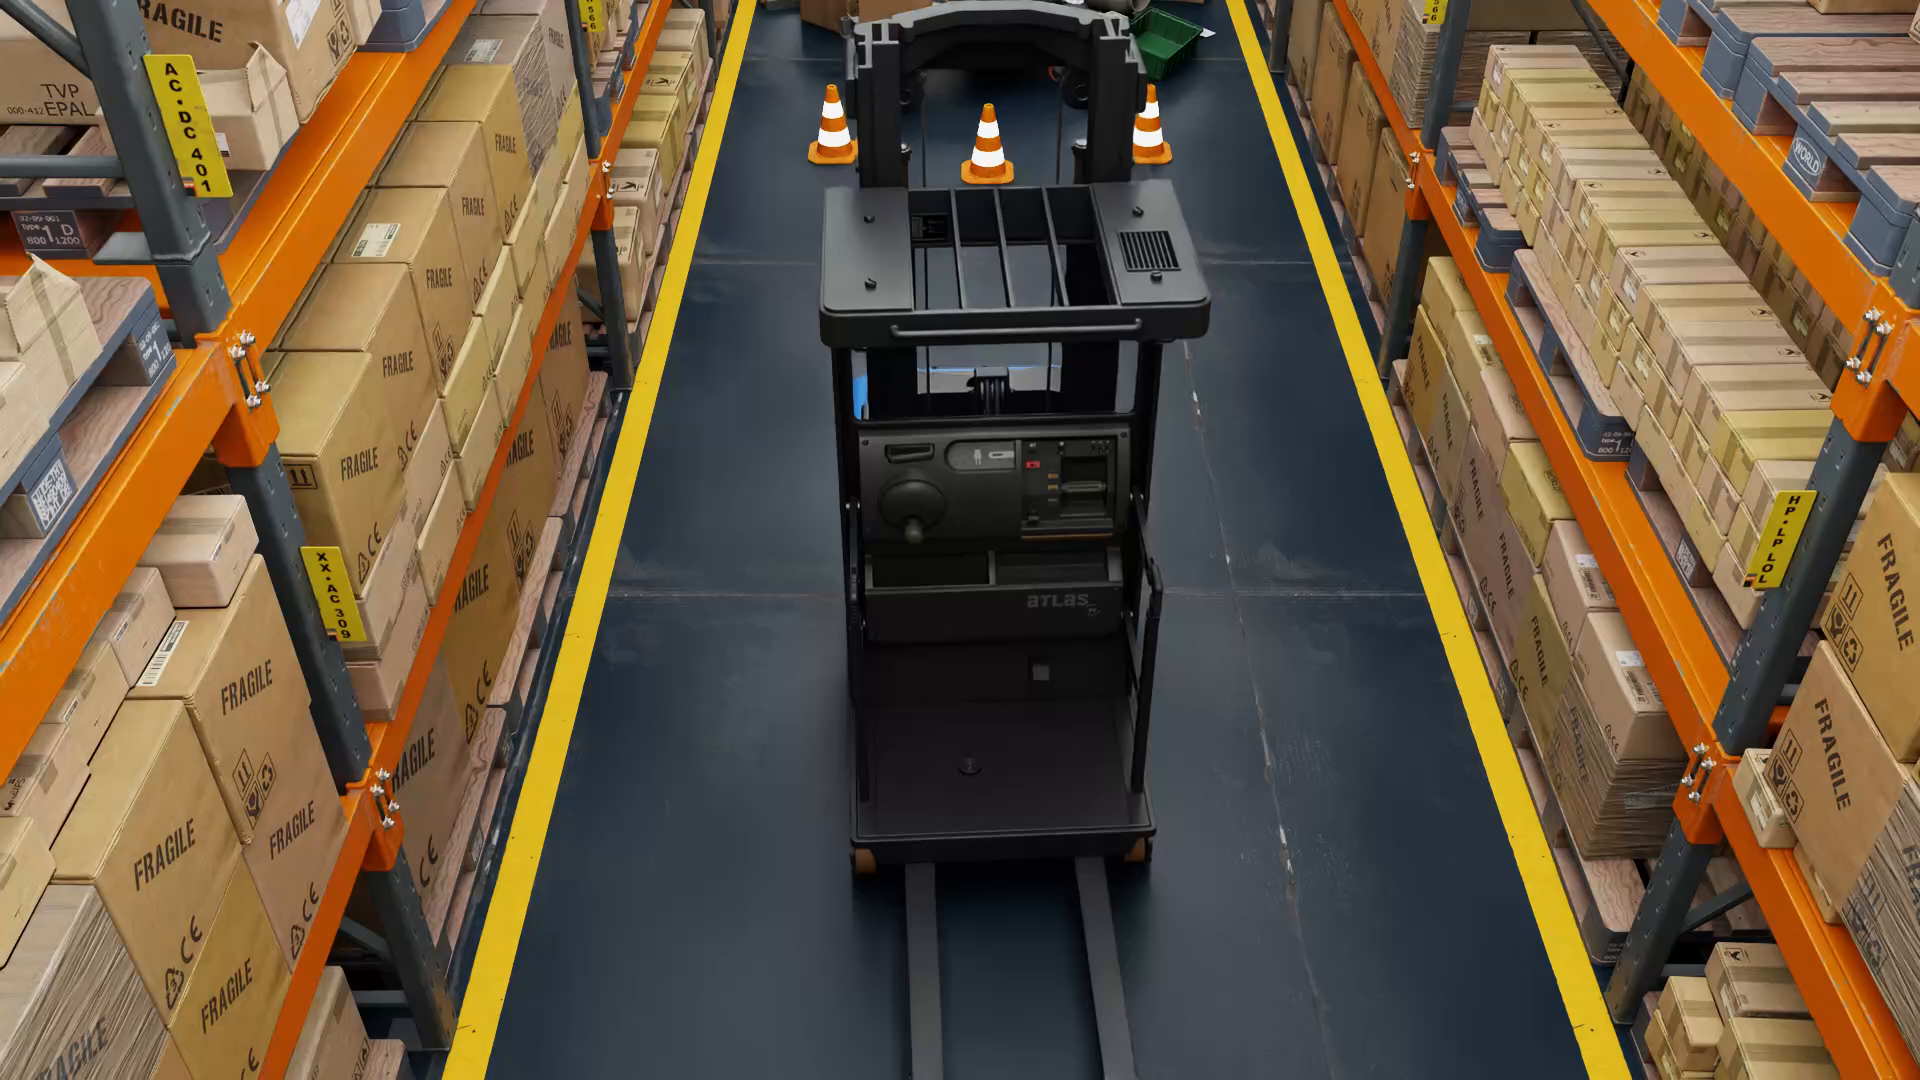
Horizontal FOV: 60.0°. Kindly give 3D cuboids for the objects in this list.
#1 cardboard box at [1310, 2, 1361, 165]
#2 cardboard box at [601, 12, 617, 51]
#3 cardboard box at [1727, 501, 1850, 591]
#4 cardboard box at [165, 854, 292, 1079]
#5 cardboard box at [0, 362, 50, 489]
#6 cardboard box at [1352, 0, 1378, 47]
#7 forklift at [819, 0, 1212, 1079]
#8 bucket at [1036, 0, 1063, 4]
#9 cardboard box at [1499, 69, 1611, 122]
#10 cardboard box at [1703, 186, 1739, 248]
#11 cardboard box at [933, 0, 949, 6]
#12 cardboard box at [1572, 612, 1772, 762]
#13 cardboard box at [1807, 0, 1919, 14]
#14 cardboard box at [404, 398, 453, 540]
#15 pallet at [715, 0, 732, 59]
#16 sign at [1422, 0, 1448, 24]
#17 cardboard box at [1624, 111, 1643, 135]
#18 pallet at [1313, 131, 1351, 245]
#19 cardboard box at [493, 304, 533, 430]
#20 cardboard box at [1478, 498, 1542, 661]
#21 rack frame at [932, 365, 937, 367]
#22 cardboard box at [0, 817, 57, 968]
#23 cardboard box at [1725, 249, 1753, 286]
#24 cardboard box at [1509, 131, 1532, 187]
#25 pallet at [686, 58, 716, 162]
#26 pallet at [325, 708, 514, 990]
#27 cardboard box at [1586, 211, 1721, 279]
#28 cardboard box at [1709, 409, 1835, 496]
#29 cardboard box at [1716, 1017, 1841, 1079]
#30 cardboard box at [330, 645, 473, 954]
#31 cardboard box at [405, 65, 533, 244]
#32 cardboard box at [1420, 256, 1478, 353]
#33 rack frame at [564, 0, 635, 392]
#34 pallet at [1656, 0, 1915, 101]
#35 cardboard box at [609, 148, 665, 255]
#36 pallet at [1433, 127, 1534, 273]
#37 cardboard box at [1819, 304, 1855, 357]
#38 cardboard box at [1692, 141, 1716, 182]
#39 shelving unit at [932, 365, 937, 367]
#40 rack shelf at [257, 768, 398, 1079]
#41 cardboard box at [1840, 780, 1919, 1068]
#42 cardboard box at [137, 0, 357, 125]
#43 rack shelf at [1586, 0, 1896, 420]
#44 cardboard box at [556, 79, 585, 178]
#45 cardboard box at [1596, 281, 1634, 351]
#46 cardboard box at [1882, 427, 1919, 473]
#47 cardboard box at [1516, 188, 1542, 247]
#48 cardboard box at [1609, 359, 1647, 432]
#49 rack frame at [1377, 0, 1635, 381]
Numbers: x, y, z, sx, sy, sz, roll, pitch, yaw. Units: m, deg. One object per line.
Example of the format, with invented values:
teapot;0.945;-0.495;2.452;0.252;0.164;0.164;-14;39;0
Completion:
cardboard box;2.813;-2.848;10.368;1.050;0.750;0.750;0;39;0
cardboard box;-1.956;-2.602;8.464;0.380;0.149;0.250;-2;39;-3
cardboard box;2.536;0.019;4.955;0.380;0.149;0.250;1;39;1
cardboard box;-1.954;1.089;3.913;0.500;0.500;0.500;-1;39;-1
cardboard box;-1.895;-0.195;2.981;0.380;0.149;0.250;1;39;1
cardboard box;2.461;-2.997;9.011;0.500;0.500;0.500;-1;39;-1
forklift;0.134;-0.116;5.551;1.130;2.935;3.031;-2;39;-2
bucket;0.419;-3.952;11.686;0.726;0.611;0.620;13;50;15
cardboard box;2.539;-1.893;7.102;0.380;0.149;0.250;-1;39;-1
cardboard box;3.188;-1.282;6.578;0.380;0.149;0.250;0;39;0
cardboard box;-0.080;-3.931;12.442;0.258;0.266;0.396;-28;46;-30
cardboard box;2.480;0.503;5.787;0.500;0.250;0.500;-1;39;-1
cardboard box;2.863;-1.891;4.894;0.797;0.503;0.637;-1;39;-1
cardboard box;-1.963;-0.222;5.348;0.500;0.250;0.500;1;39;1
pallet;-2.261;-3.818;12.346;1.003;0.211;1.213;0;39;0
sign;2.174;-2.501;7.547;0.100;0.325;0.005;0;39;0
cardboard box;3.189;-1.810;7.474;0.380;0.149;0.250;1;39;1
pallet;2.805;-2.218;10.349;1.003;0.211;1.213;0;39;0
cardboard box;-1.931;-0.657;6.291;0.500;0.250;0.500;-1;39;-1
cardboard box;2.485;0.157;6.819;0.500;0.500;0.500;-1;39;-1
rack frame;0.000;-0.410;7.542;0.240;0.900;0.006;0;39;0
cardboard box;-1.961;0.662;3.127;0.380;0.149;0.250;0;39;0
cardboard box;3.186;-1.007;6.474;0.380;0.149;0.250;1;39;1
cardboard box;2.535;-1.595;6.969;0.380;0.149;0.250;-1;39;-1
pallet;-2.223;-2.912;11.214;1.003;0.211;1.213;0;39;0
pallet;-2.292;1.122;6.181;1.003;0.211;1.213;0;39;0
cardboard box;2.536;-1.083;6.092;0.380;0.149;0.250;-1;39;-1
cardboard box;2.537;-0.267;5.074;0.380;0.149;0.250;-1;39;-1
cardboard box;2.468;1.554;4.881;0.380;0.149;0.250;2;39;2
cardboard box;-2.297;0.794;5.724;0.875;0.875;0.875;1;39;1
cardboard box;-1.956;-1.460;6.293;0.500;0.500;0.500;0;39;0
cardboard box;2.488;-1.102;7.789;0.500;0.250;0.500;-2;39;-2
rack frame;-2.221;-1.985;7.828;1.000;3.000;0.127;0;39;0
pallet;2.835;-1.682;5.202;1.213;0.211;1.003;0;39;0
cardboard box;-2.220;-1.938;9.536;0.950;0.372;0.625;-1;39;-1
pallet;2.837;-1.531;7.416;1.213;0.211;1.003;0;39;0
cardboard box;3.191;-0.746;5.672;0.380;0.149;0.250;0;39;0
cardboard box;3.191;-1.556;6.682;0.380;0.149;0.250;1;39;1
shelving unit;0.000;-0.346;7.462;0.258;0.900;0.210;0;39;0
rack shelf;-2.214;2.048;3.371;1.077;0.370;4.000;0;39;0
cardboard box;2.490;0.914;3.893;0.500;0.500;0.500;0;39;0
cardboard box;-1.927;-1.408;4.294;0.500;0.500;0.500;-1;39;-1
rack shelf;2.732;-1.691;5.638;1.077;0.370;4.000;0;39;0
cardboard box;-1.966;-1.819;7.341;0.500;0.250;0.500;0;39;0
cardboard box;2.531;-0.805;5.984;0.380;0.149;0.250;0;39;0
cardboard box;3.190;-0.303;5.356;0.380;0.149;0.250;1;39;1
cardboard box;2.531;-1.332;6.879;0.380;0.149;0.250;2;39;2
cardboard box;2.530;-0.514;5.857;0.380;0.149;0.250;-2;39;-2
rack frame;2.729;-2.052;7.912;1.000;3.000;0.127;0;39;0
